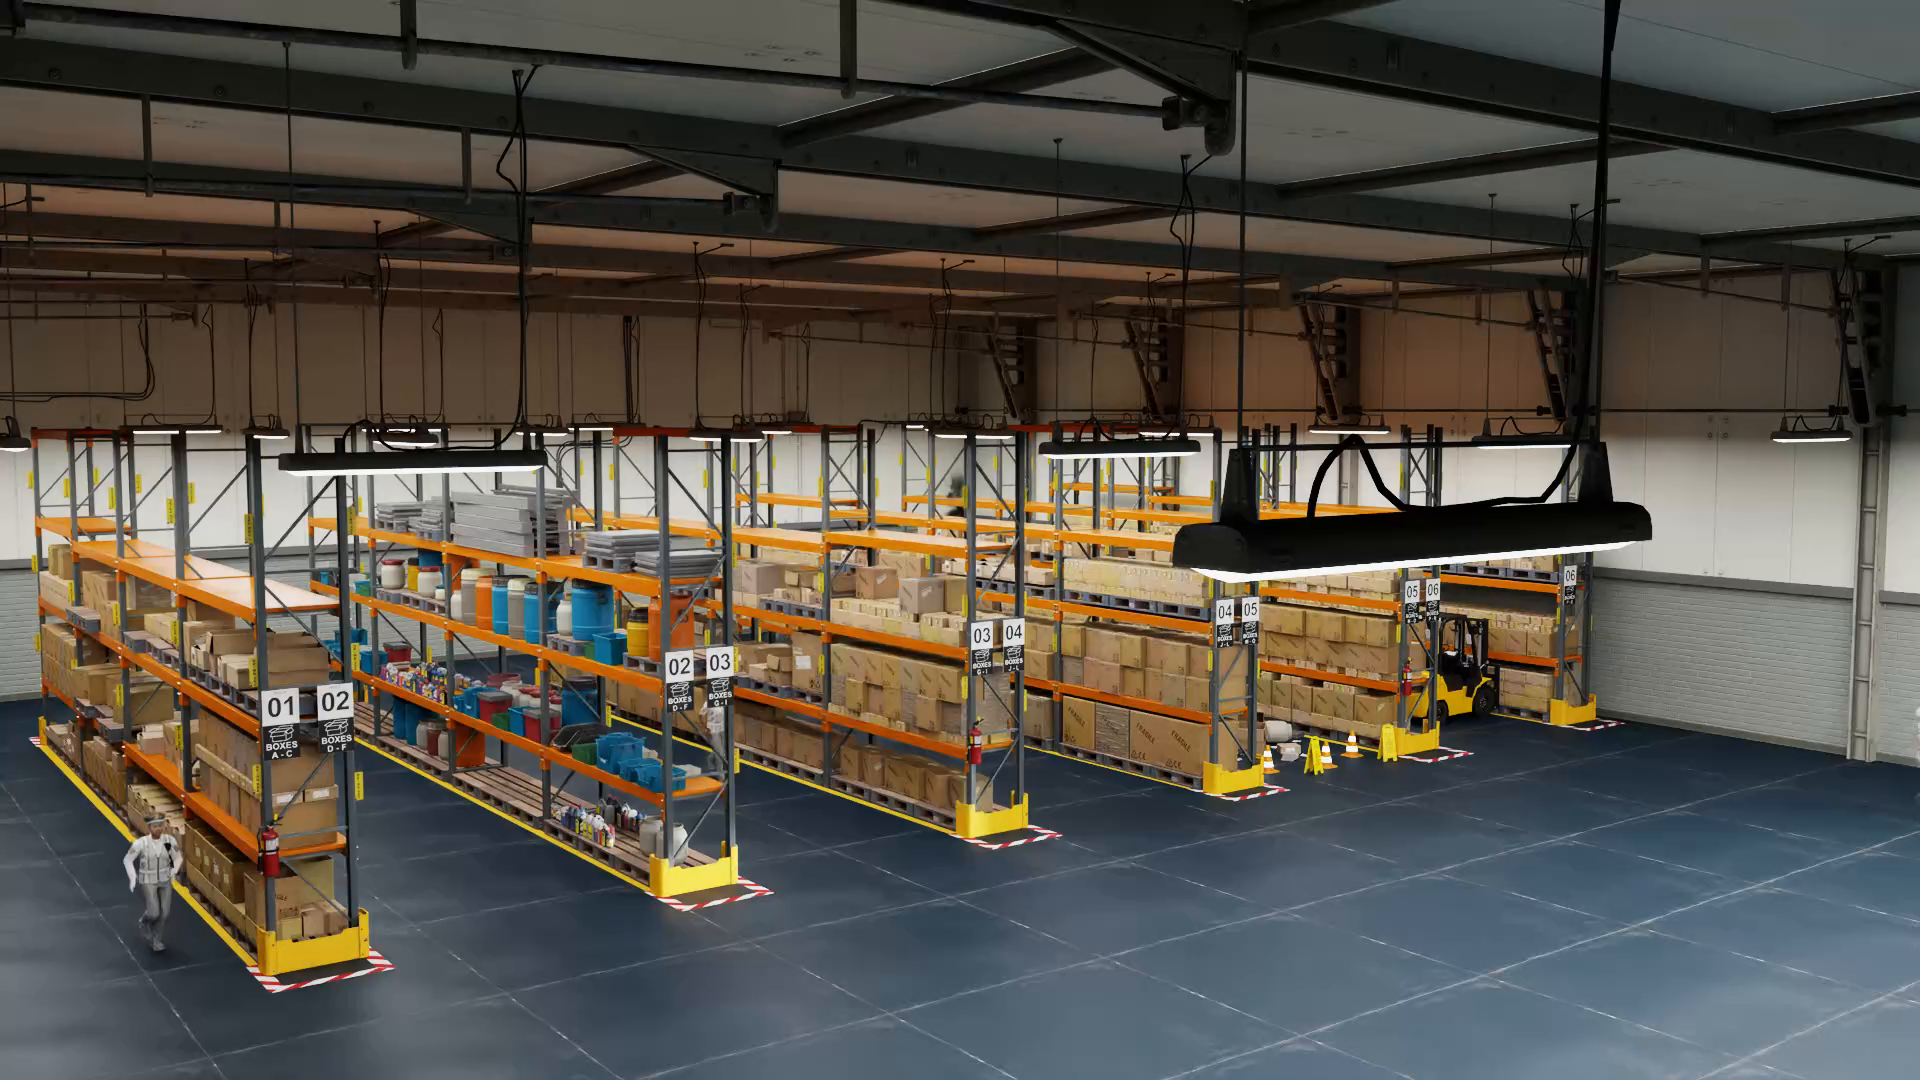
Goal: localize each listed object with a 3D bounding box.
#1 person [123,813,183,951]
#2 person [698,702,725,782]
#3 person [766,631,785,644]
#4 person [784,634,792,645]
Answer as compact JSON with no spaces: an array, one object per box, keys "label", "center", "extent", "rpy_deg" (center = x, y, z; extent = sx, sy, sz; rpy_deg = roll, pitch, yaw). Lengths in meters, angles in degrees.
[{"label":"person","center":[-9.364,3.992,19.379],"extent":[0.600,1.638,0.576],"rpy_deg":[-4,6,-41]},{"label":"person","center":[-4.172,3.273,28.393],"extent":[0.576,1.653,0.734],"rpy_deg":[-4,6,-42]},{"label":"person","center":[-4.679,2.130,42.427],"extent":[0.655,1.744,0.674],"rpy_deg":[-4,6,-38]},{"label":"person","center":[-4.340,2.143,42.893],"extent":[0.612,1.648,0.536],"rpy_deg":[4,6,39]}]
